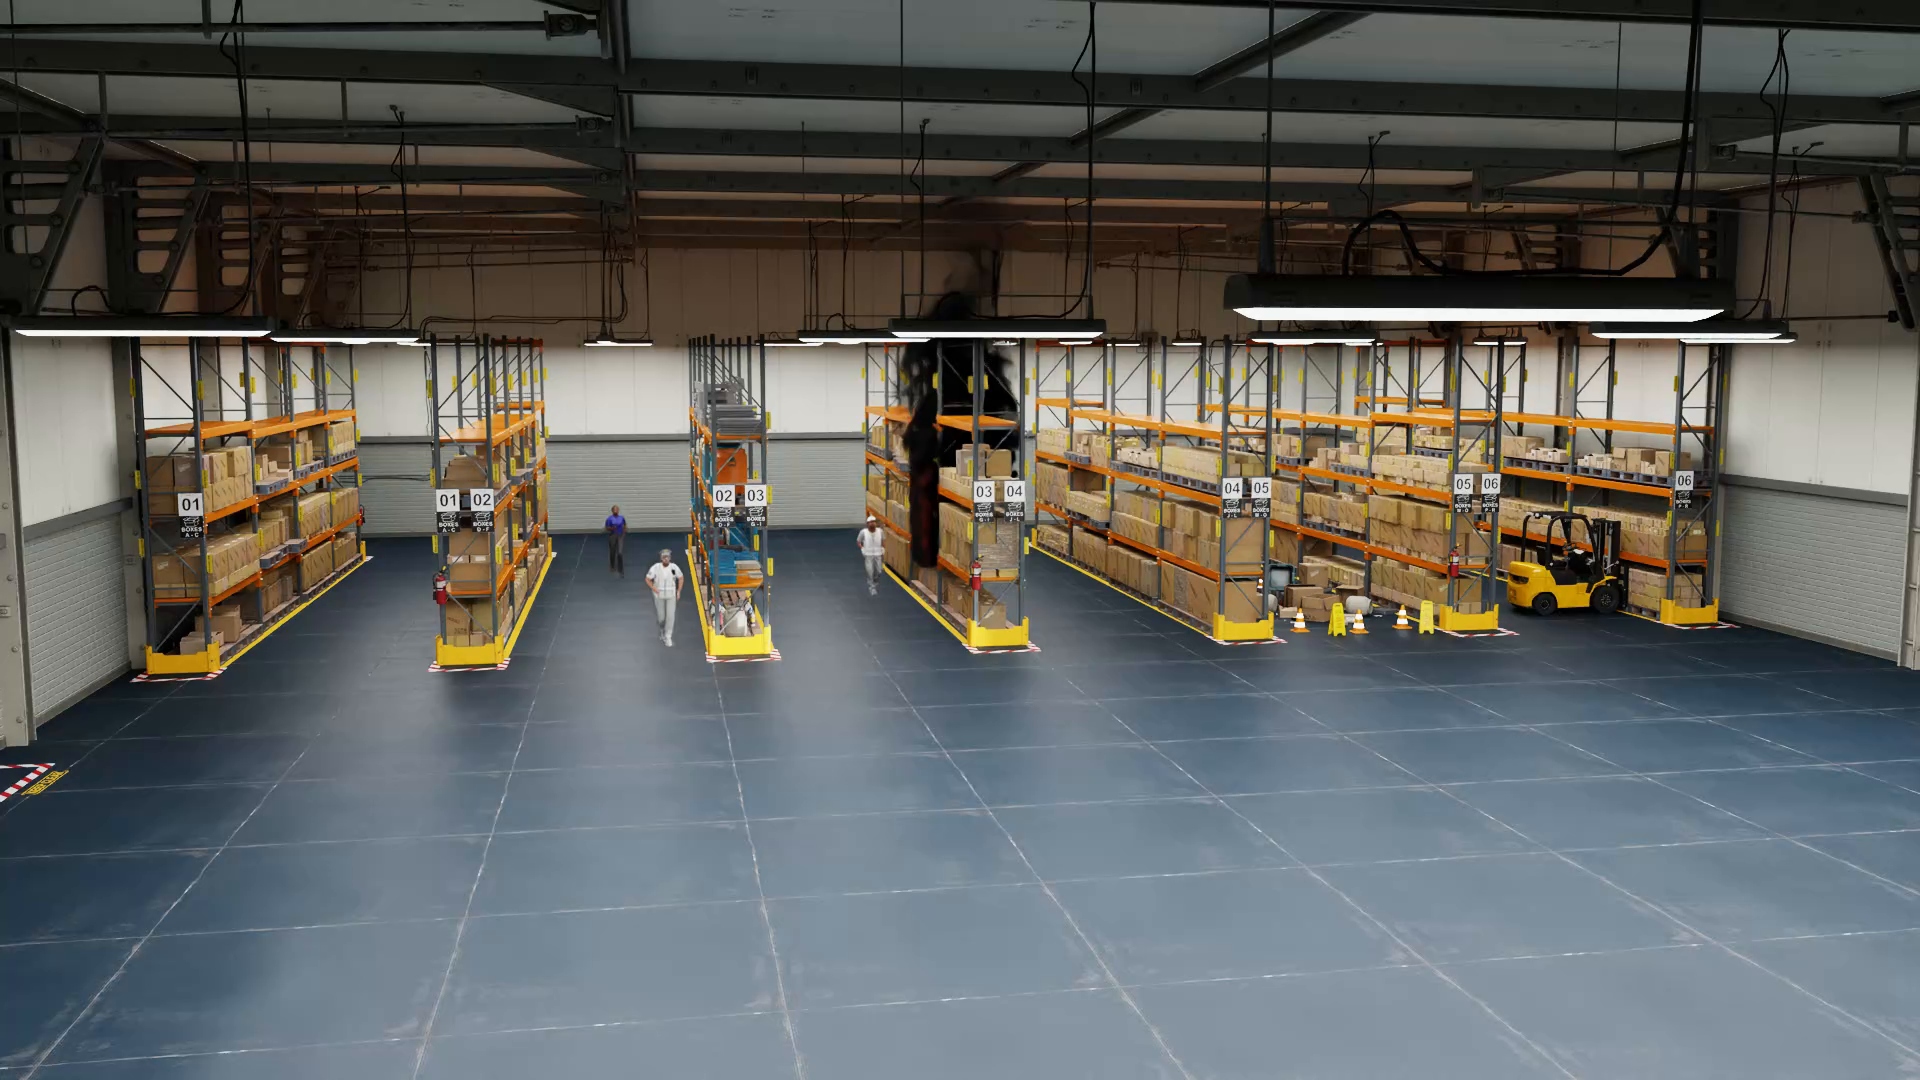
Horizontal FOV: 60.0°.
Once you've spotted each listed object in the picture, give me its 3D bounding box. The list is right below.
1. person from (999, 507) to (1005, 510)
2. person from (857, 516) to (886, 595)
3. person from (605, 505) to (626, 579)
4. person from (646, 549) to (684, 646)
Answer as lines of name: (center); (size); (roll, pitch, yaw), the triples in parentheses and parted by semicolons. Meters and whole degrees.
person: (0.947, -0.693, 48.656); (0.658, 1.627, 0.901); (6, 9, 43)
person: (-1.949, 0.341, 36.889); (0.665, 1.750, 0.537); (-2, 7, -15)
person: (-8.347, 0.043, 40.427); (0.556, 1.750, 0.702); (-2, 7, -21)
person: (-5.468, 1.043, 30.883); (0.703, 1.779, 0.664); (-2, 7, -13)
